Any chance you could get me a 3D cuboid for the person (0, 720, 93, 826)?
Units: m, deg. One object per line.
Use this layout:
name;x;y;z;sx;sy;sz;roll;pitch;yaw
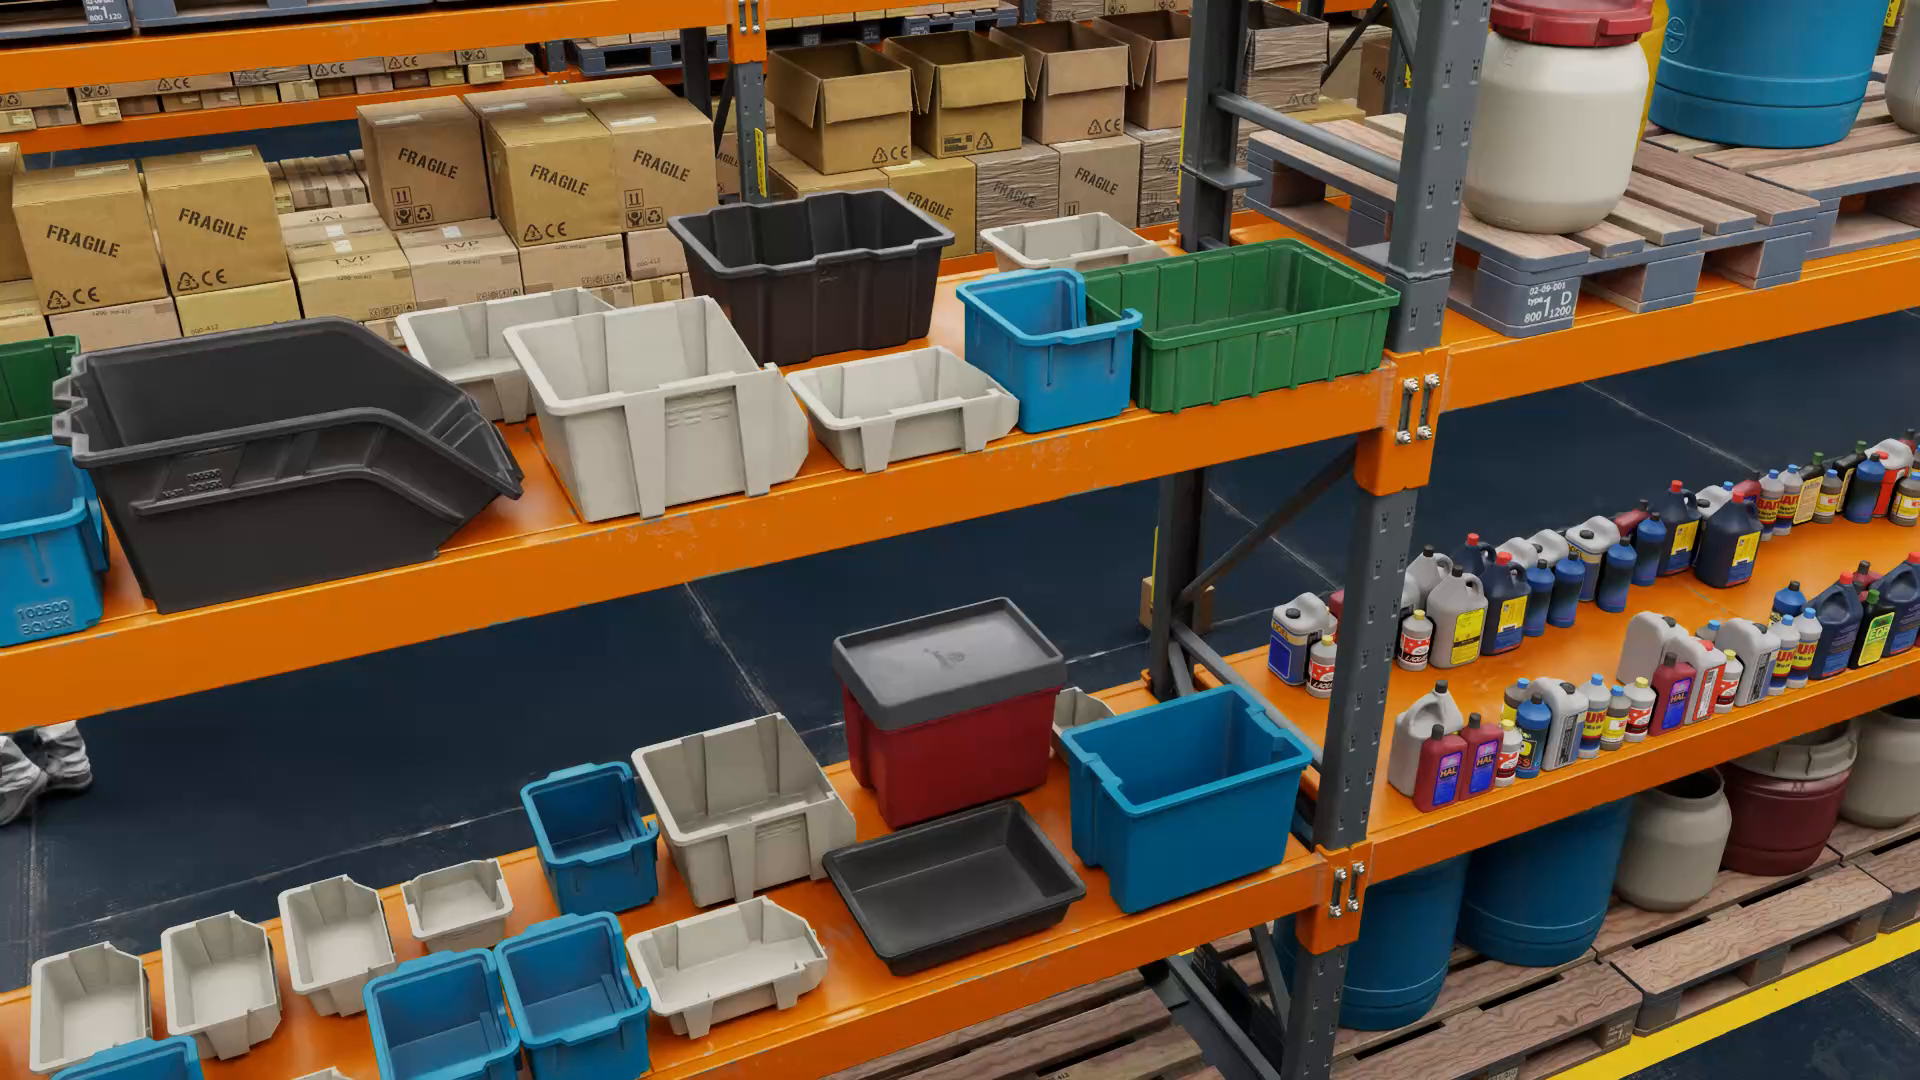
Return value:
person;-3.887;0.294;6.550;0.481;1.814;0.553;-6;30;-11
